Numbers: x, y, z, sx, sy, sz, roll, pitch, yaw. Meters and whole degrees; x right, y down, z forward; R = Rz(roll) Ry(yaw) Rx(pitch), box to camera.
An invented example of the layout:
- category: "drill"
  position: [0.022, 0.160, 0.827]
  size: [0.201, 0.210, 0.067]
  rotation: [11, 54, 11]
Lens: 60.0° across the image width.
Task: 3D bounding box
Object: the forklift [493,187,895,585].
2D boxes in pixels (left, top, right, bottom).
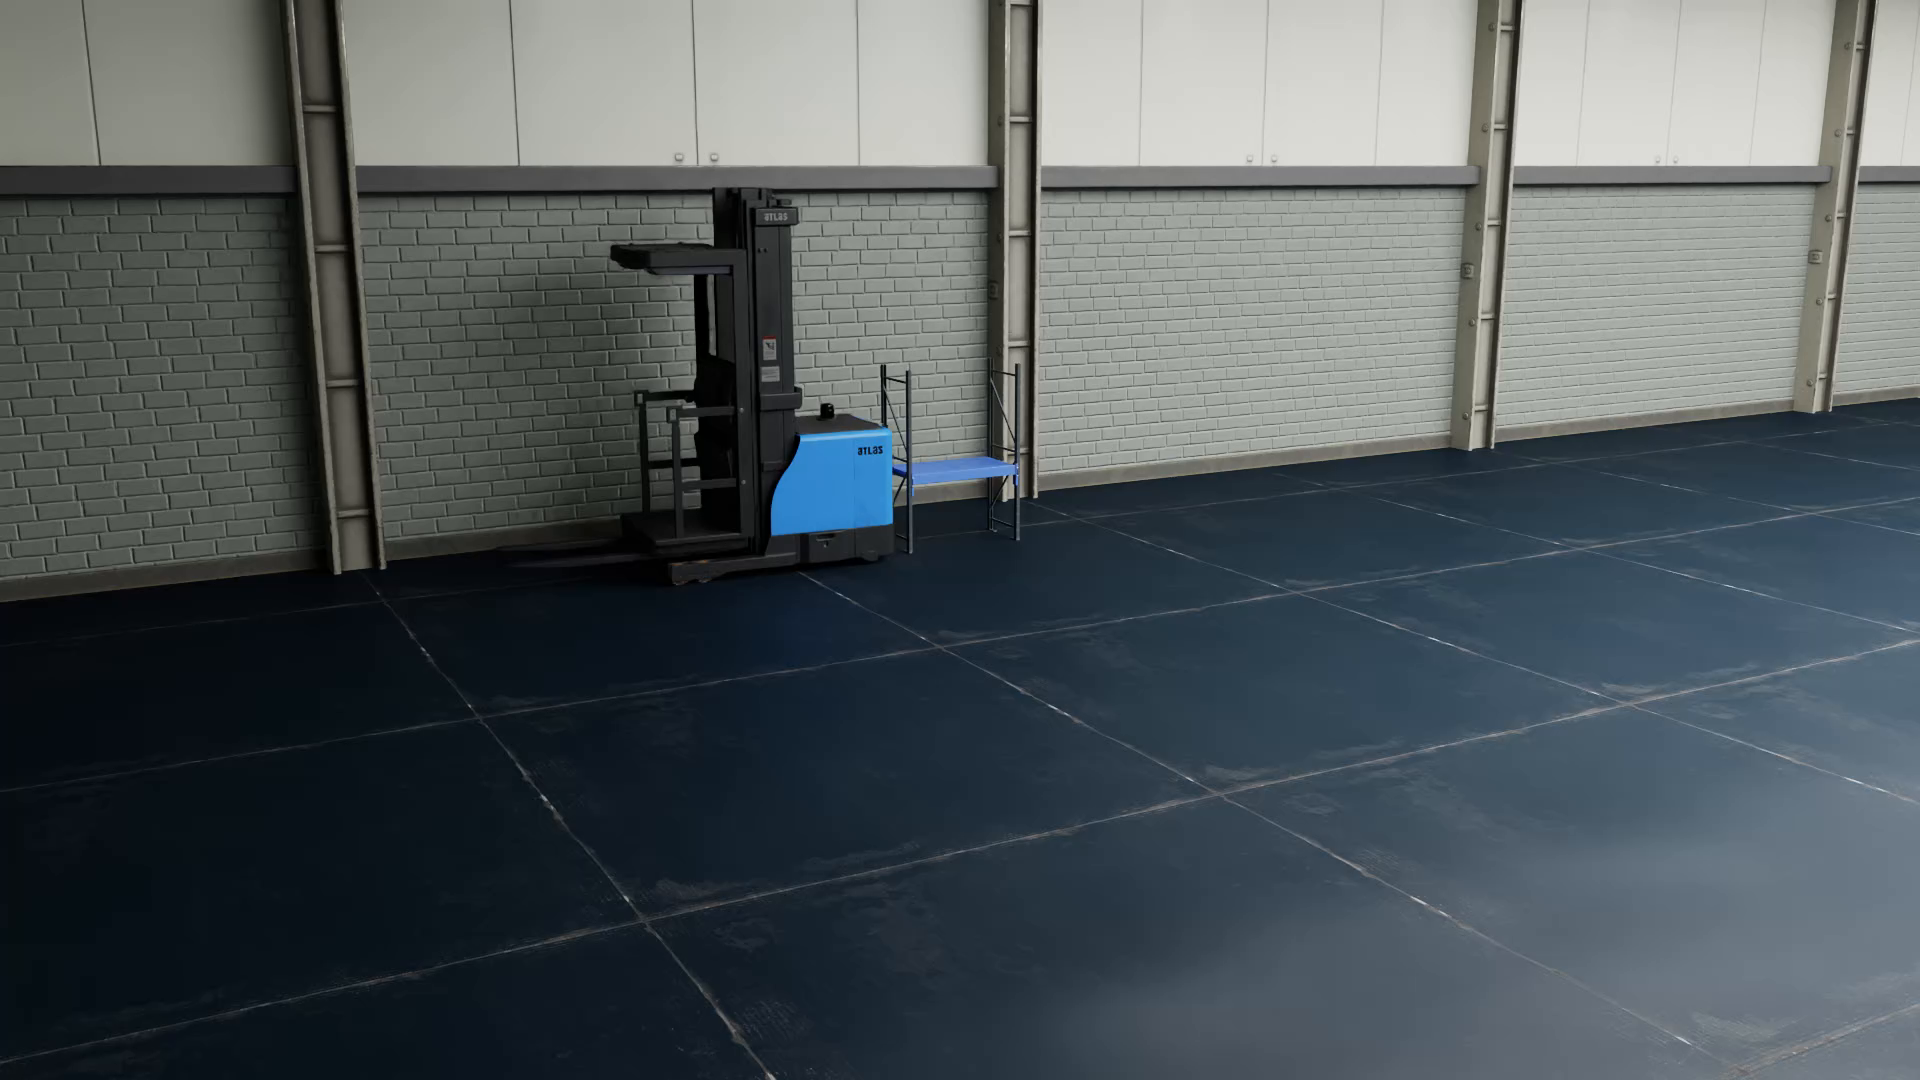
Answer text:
- category: "forklift"
  position: [-2.082, -1.220, 12.853]
  size: [3.031, 2.935, 1.130]
  rotation: [-6, 14, -24]

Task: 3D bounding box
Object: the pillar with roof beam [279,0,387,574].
- category: "pillar with roof beam"
  position: [-2.703, -3.343, 8.468]
  size: [0.400, 9.000, 9.100]
  rotation: [-7, 14, -28]

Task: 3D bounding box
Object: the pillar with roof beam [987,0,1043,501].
- category: "pillar with roof beam"
  position: [2.563, -3.974, 11.273]
  size: [0.400, 9.000, 9.100]
  rotation: [-7, 14, -28]

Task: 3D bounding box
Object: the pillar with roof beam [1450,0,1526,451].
- category: "pillar with roof beam"
  position: [7.830, -4.605, 14.077]
  size: [0.400, 9.000, 9.100]
  rotation: [-7, 14, -28]

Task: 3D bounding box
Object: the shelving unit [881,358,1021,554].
- category: "shelving unit"
  position: [-0.075, -0.723, 13.905]
  size: [1.048, 1.500, 0.538]
  rotation: [-7, 14, -28]

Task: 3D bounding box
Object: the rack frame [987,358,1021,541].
- category: "rack frame"
  position: [0.371, -0.776, 14.142]
  size: [0.032, 1.500, 0.500]
  rotation: [-7, 14, -28]

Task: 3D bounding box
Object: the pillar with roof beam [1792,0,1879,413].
- category: "pillar with roof beam"
  position: [13.096, -5.237, 16.882]
  size: [0.400, 9.000, 9.100]
  rotation: [-7, 14, -28]

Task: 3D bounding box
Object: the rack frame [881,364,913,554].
- category: "rack frame"
  position: [-0.521, -0.669, 13.667]
  size: [0.032, 1.500, 0.500]
  rotation: [-7, 14, -28]

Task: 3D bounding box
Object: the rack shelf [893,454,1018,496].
- category: "rack shelf"
  position: [-0.075, -0.547, 13.944]
  size: [1.000, 0.185, 0.538]
  rotation: [-7, 14, -28]
